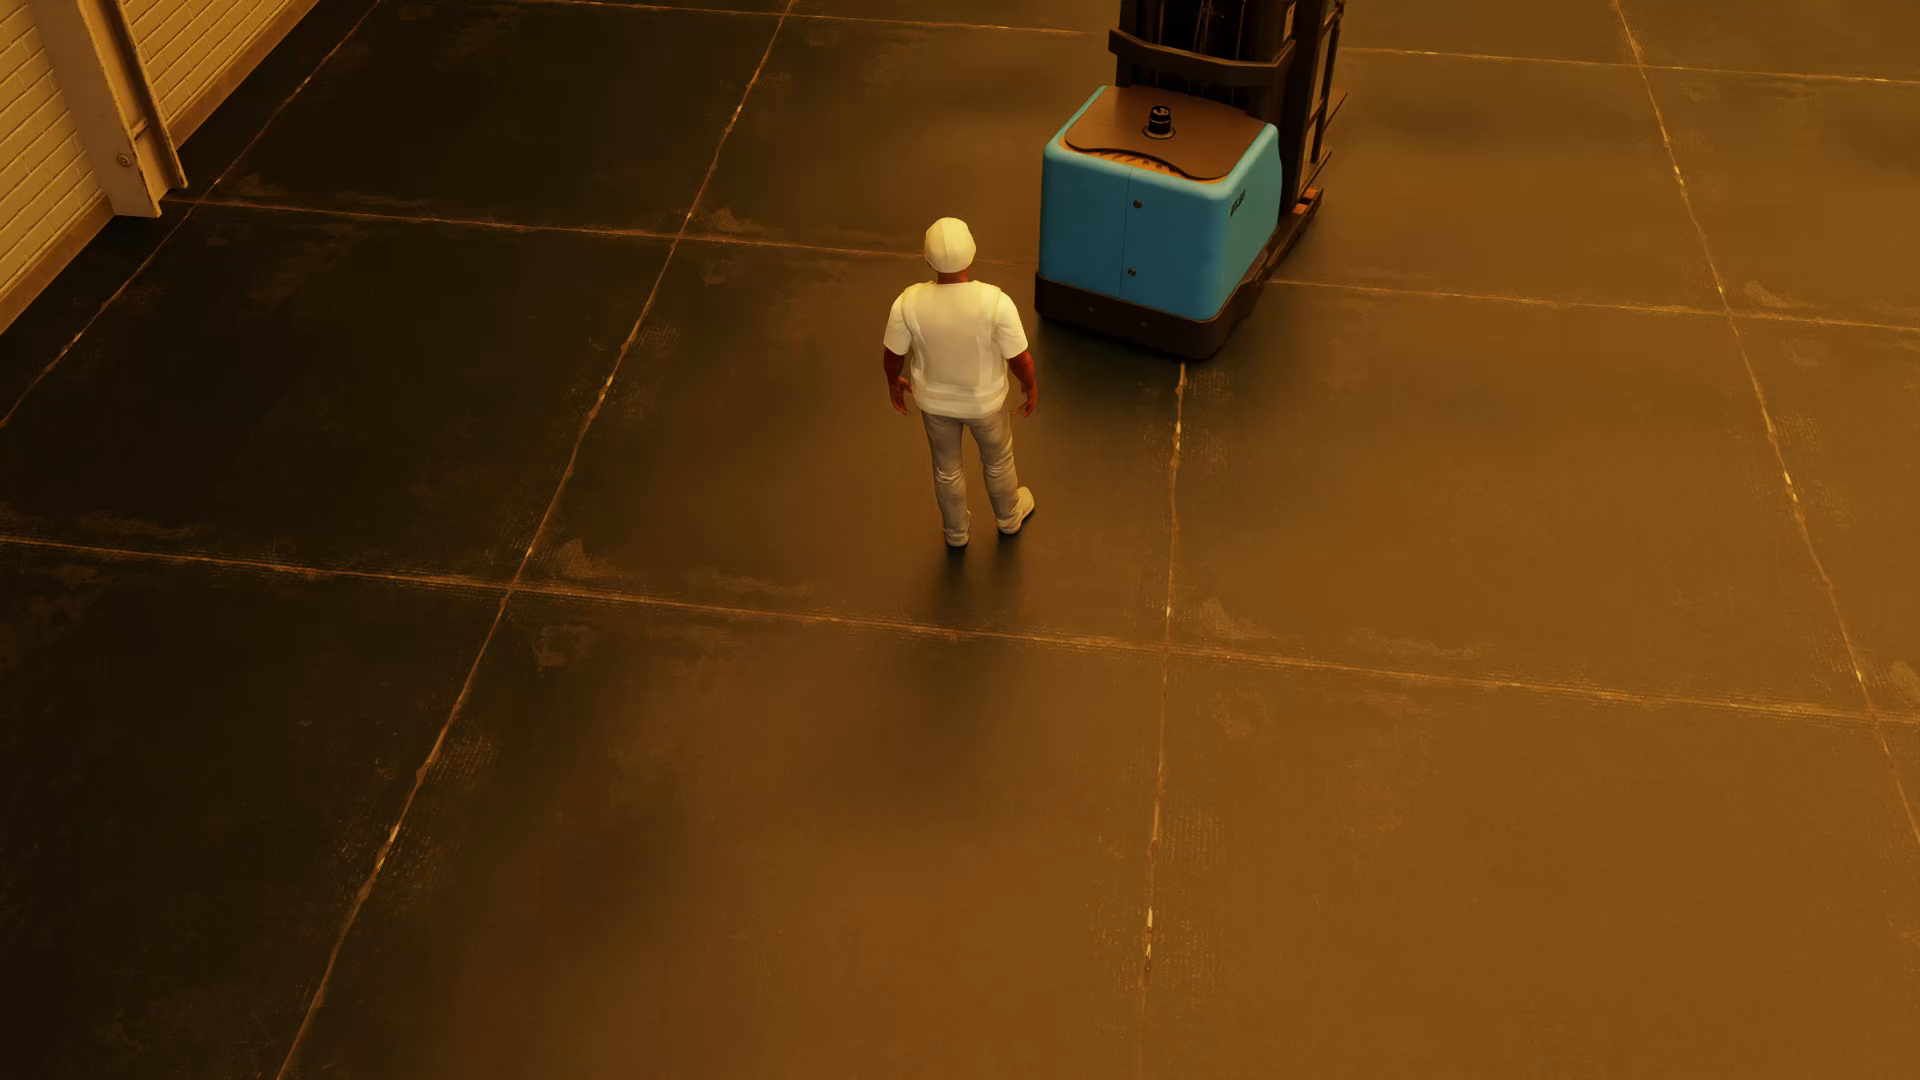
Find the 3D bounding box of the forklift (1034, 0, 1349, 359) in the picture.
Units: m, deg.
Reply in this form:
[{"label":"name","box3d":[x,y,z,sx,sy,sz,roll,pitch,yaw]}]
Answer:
[{"label":"forklift","box3d":[1.526,-3.036,9.029,1.130,2.935,3.031,19,46,19]}]

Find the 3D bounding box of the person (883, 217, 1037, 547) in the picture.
[{"label":"person","box3d":[0.014,-0.702,7.339,0.666,1.768,0.575,5,43,6]}]
